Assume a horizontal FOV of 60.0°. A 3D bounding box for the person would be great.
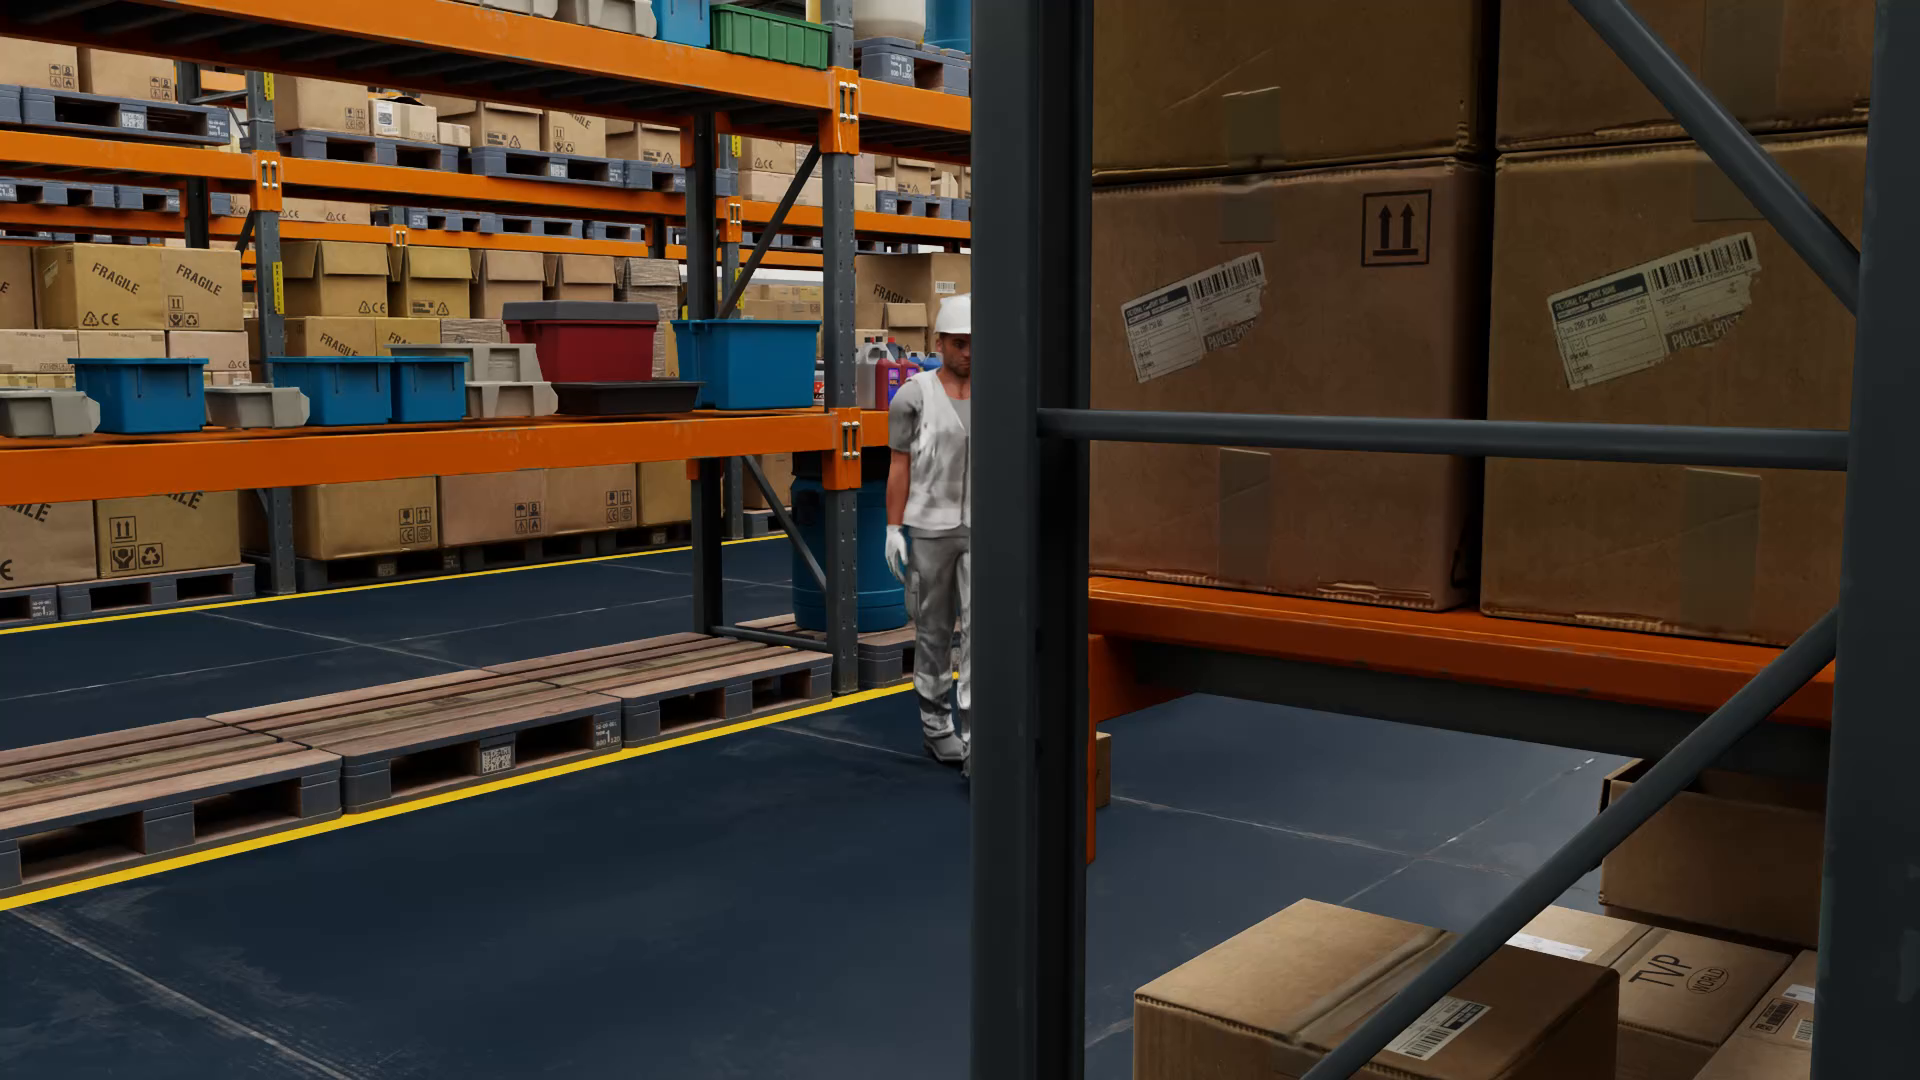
[{"bbox_3d":[0.014,-0.002,6.139,0.566,1.777,0.763,-1,7,-10],"label":"person"}]
